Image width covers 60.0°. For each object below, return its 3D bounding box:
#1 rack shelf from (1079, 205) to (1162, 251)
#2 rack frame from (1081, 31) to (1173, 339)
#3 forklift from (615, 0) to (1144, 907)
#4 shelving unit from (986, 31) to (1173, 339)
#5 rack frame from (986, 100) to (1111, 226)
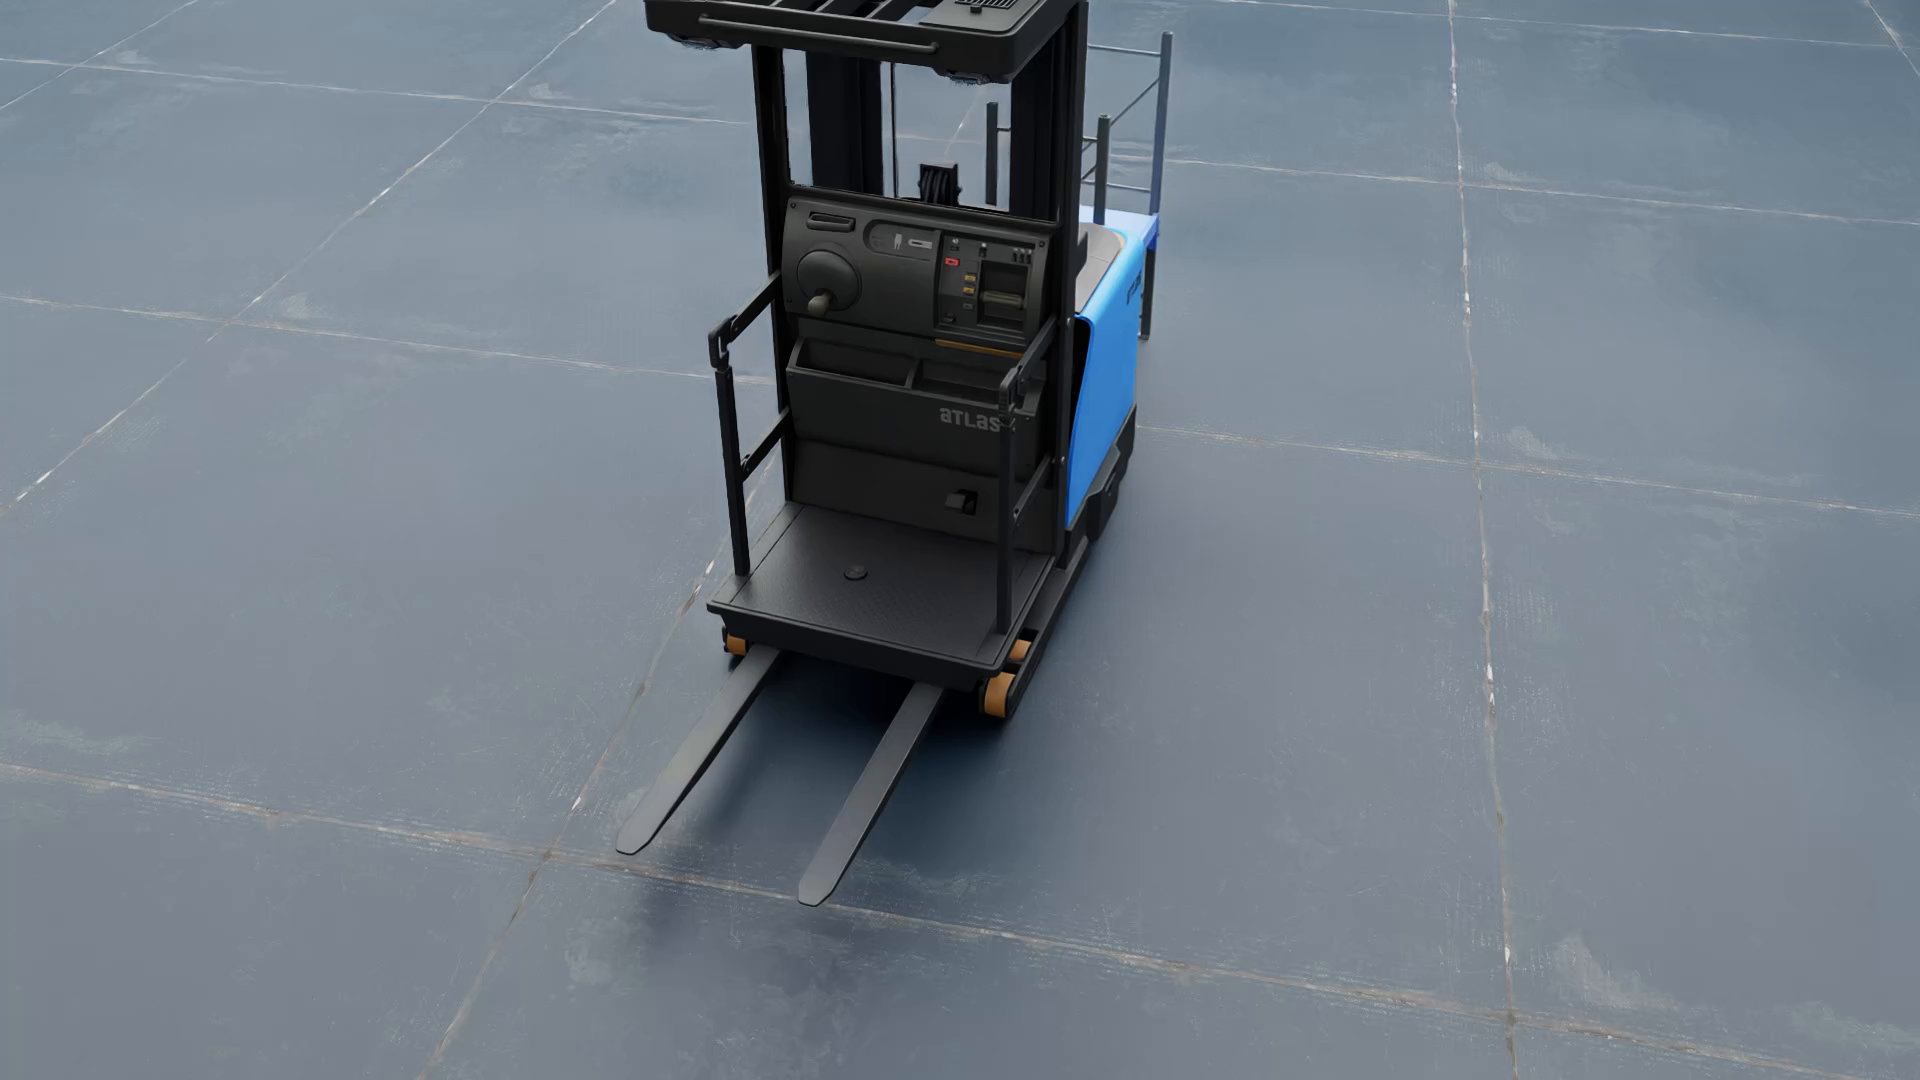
[{"bbox_3d":[0.518,-1.221,7.463,0.538,0.185,1.000,12,38,16],"label":"rack shelf"},{"bbox_3d":[0.689,-1.647,7.745,0.500,1.500,0.032,12,38,16],"label":"rack frame"},{"bbox_3d":[-0.228,-0.831,5.399,1.130,2.935,3.031,12,38,16],"label":"forklift"},{"bbox_3d":[0.518,-1.367,7.357,0.538,1.500,1.048,12,38,16],"label":"shelving unit"},{"bbox_3d":[0.347,-1.086,6.970,0.500,1.500,0.032,12,38,16],"label":"rack frame"}]
